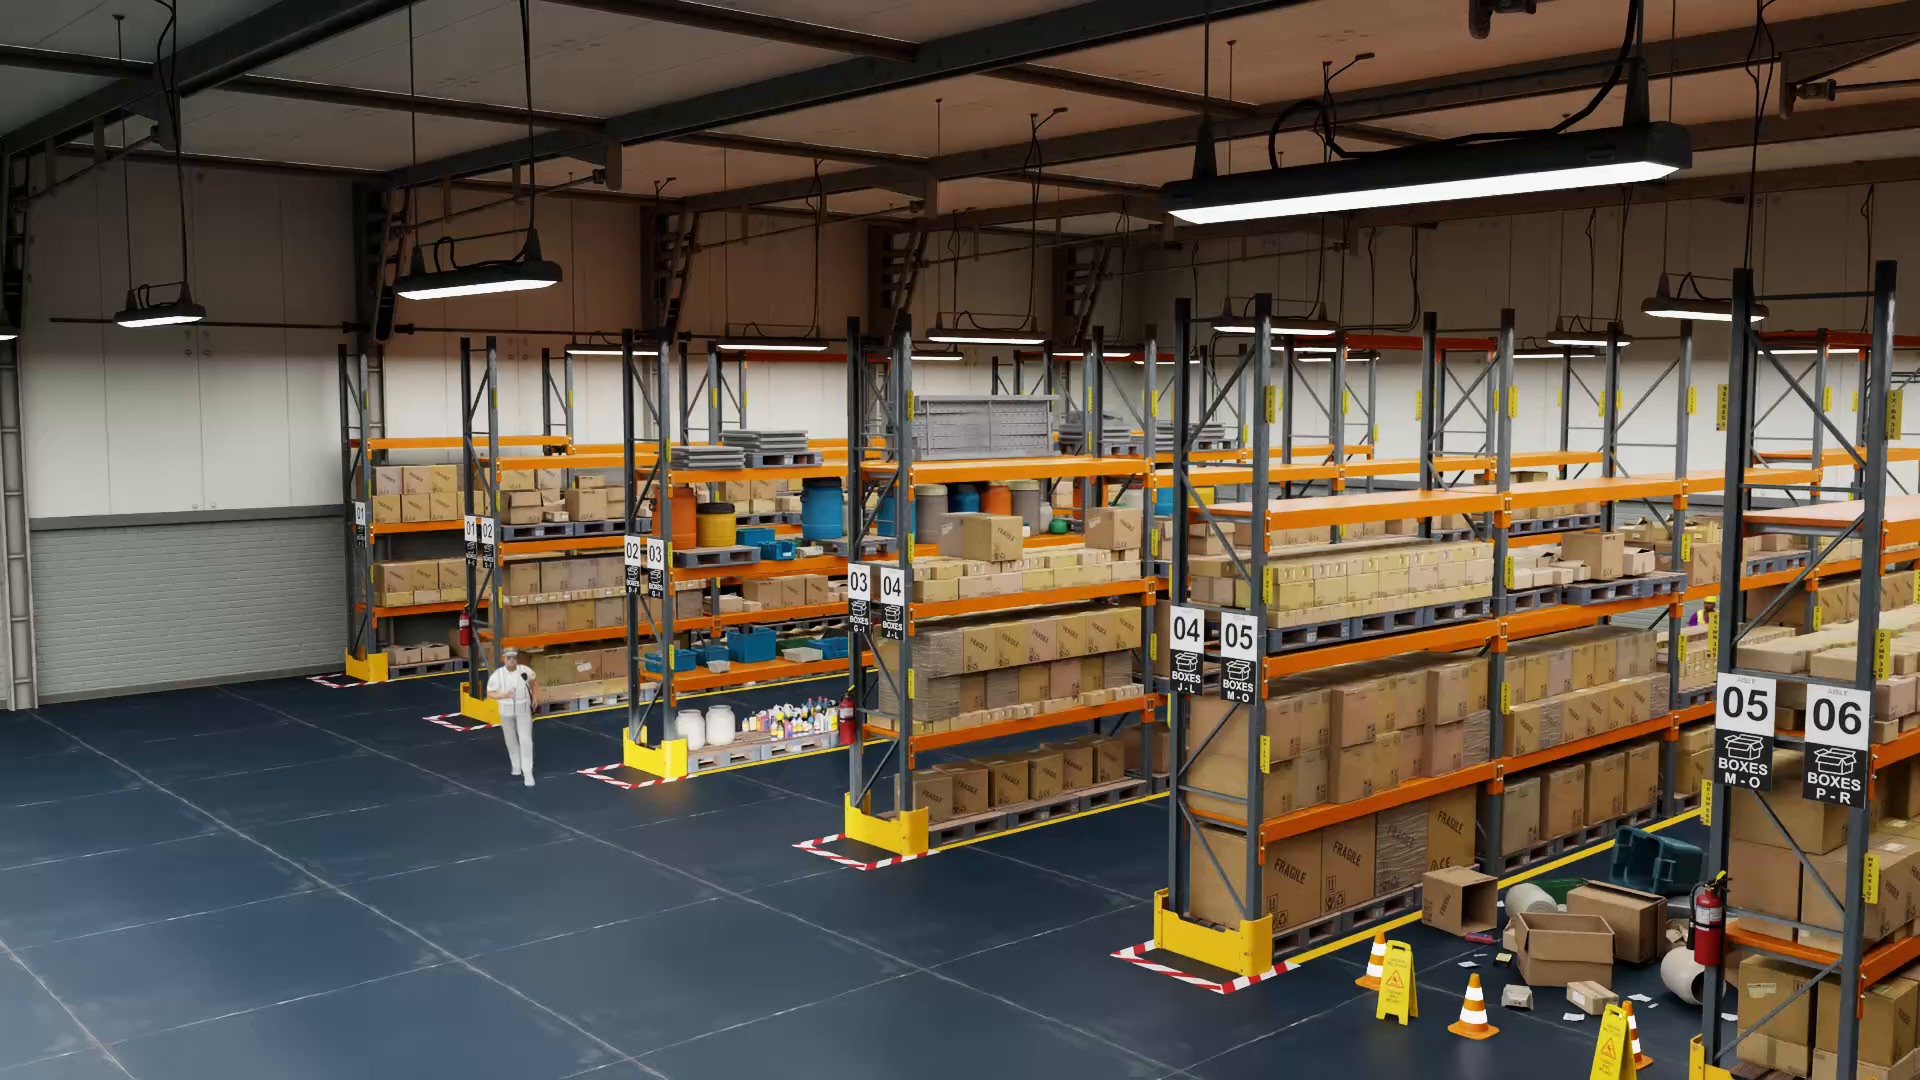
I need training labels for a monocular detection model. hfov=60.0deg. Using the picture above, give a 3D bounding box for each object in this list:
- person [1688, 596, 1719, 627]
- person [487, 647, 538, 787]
[{"bbox_3d":[12.464,1.809,27.663,0.849,1.823,0.680,-5,7,-45],"label":"person"},{"bbox_3d":[-5.917,2.306,22.015,0.625,1.832,0.812,-1,5,-11],"label":"person"}]
